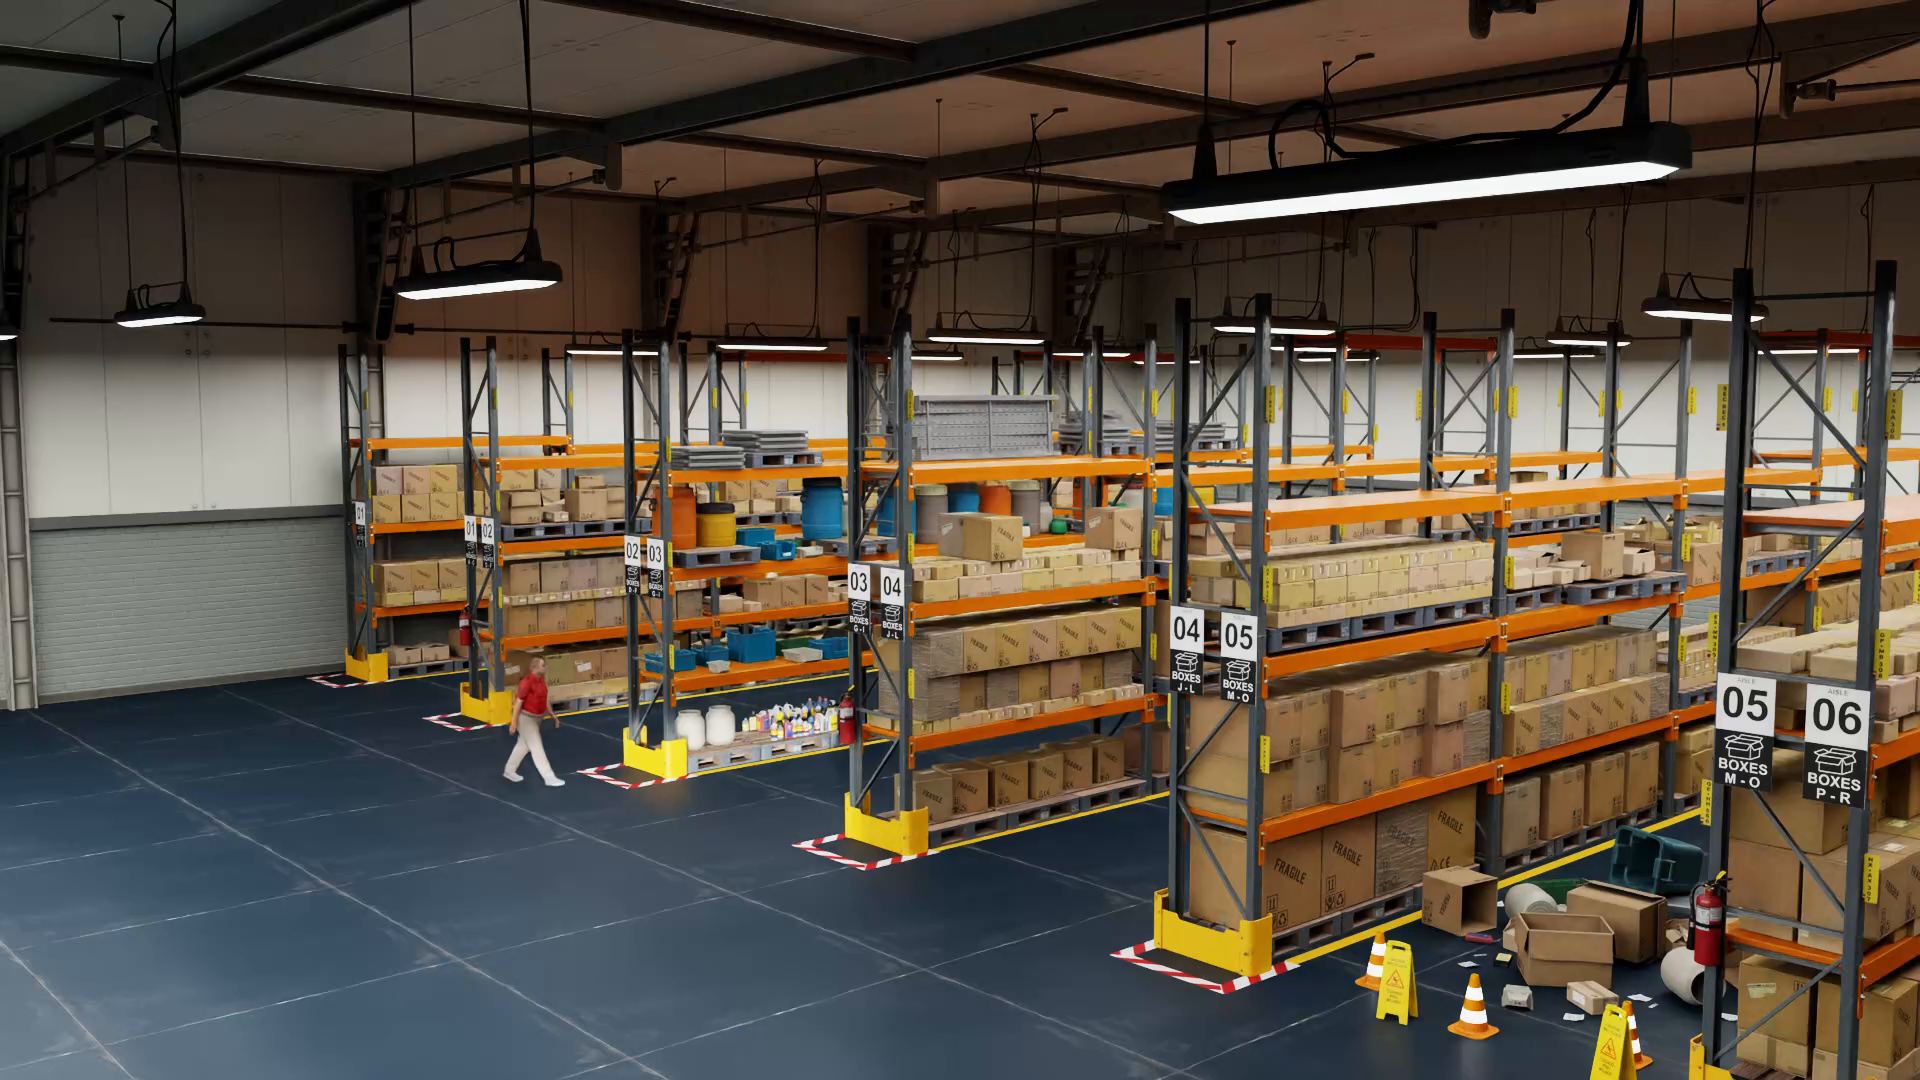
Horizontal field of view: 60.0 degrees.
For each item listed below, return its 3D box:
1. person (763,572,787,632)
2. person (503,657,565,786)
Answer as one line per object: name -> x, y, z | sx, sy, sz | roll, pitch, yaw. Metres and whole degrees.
person -> -3.498, 1.437, 32.023 | 0.633, 1.751, 0.611 | 4, 7, 41
person -> -5.573, 2.361, 21.761 | 1.011, 1.665, 0.625 | 1, 5, 13
